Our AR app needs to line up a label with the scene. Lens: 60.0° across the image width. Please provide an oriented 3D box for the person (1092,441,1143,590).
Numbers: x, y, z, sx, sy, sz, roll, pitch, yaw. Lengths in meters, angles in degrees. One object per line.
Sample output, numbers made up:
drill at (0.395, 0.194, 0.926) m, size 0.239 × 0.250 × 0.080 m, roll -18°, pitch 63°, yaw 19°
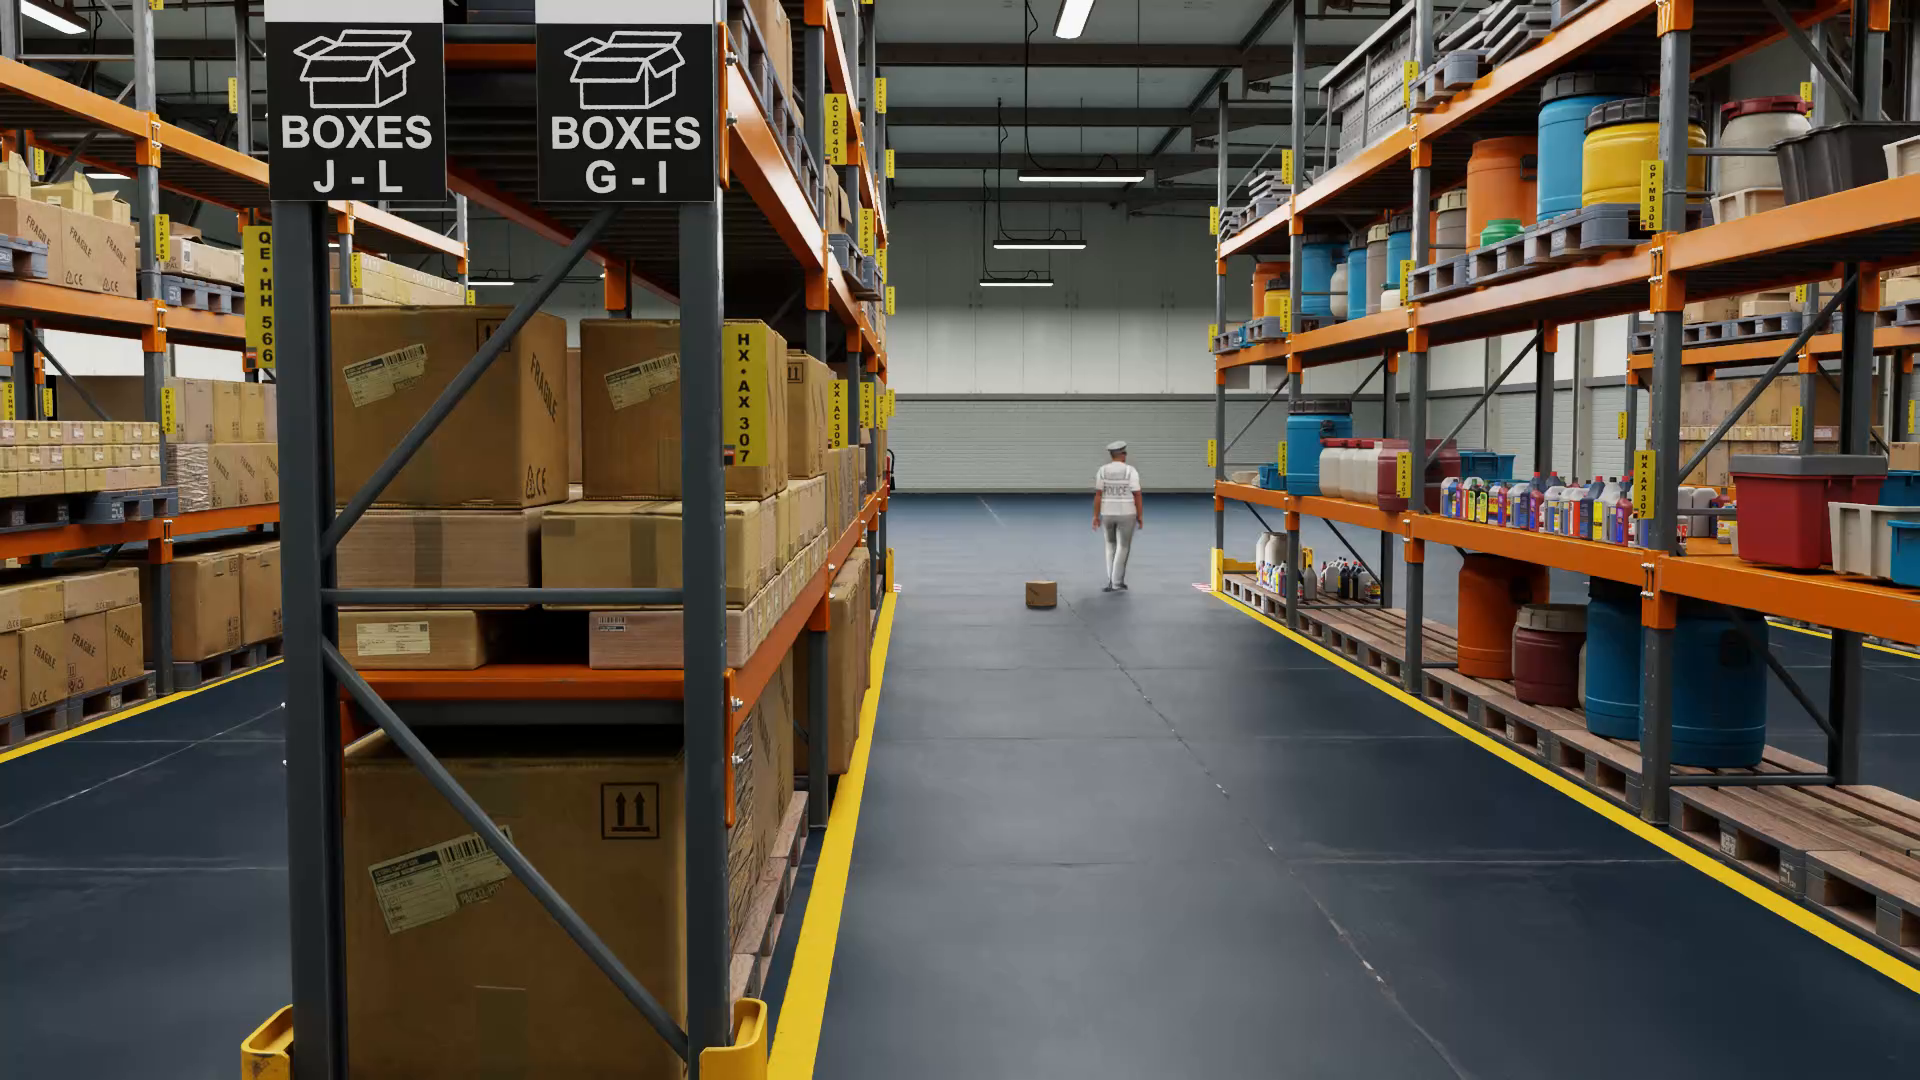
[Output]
person at (1.891, -0.248, 19.712) m, size 0.578 × 1.854 × 0.573 m, roll 2°, pitch 4°, yaw 27°
